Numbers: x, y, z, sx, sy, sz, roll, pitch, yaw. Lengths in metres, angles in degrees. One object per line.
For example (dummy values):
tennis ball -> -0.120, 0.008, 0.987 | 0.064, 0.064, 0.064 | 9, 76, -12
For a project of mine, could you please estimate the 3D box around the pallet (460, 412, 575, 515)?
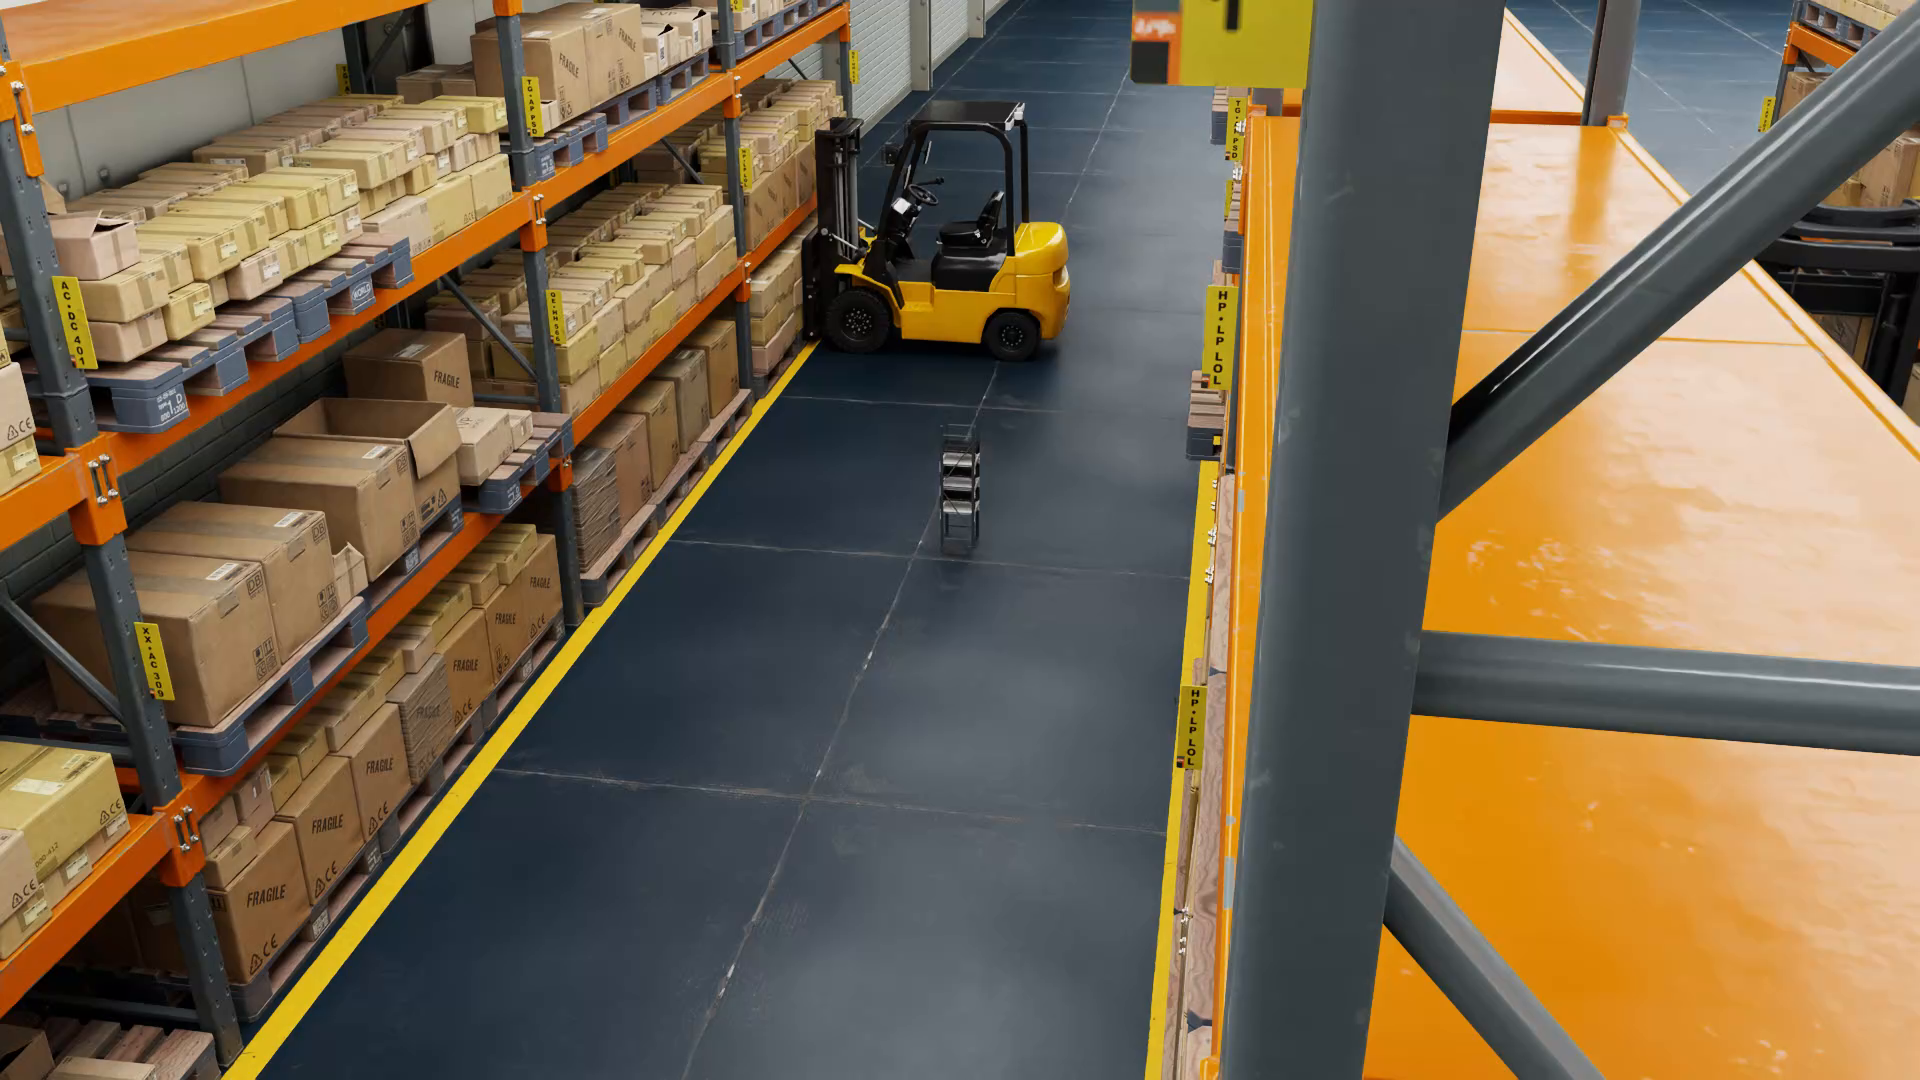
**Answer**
pallet -> -2.958, -0.482, 9.512 | 1.213, 0.211, 1.003 | 4, 25, 9

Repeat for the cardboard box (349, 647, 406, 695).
cardboard box -> -3.082, 0.667, 8.520 | 0.380, 0.149, 0.250 | 4, 25, 9

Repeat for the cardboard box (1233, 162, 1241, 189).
cardboard box -> 2.209, -2.680, 12.252 | 0.380, 0.149, 0.250 | 4, 25, 8

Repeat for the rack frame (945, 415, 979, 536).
rack frame -> 0.015, -0.447, 11.687 | 0.240, 0.900, 0.006 | 4, 25, 9

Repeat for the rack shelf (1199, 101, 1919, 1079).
rack shelf -> 1.000, -0.216, 2.961 | 1.077, 0.370, 4.000 | 4, 25, 9

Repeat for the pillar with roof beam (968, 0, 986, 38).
pillar with roof beam -> 4.576, -13.922, 30.921 | 9.100, 9.000, 0.400 | 4, 25, 9

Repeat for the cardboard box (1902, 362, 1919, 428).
cardboard box -> 7.522, -0.793, 12.108 | 1.050, 0.750, 0.750 | 4, 25, 8

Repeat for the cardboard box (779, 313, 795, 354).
cardboard box -> -1.790, -1.868, 14.995 | 0.500, 0.250, 0.500 | 3, 25, 7

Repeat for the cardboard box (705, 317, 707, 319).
cardboard box -> -2.386, -1.919, 14.515 | 0.500, 0.250, 0.500 | 3, 25, 7

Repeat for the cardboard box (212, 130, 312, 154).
cardboard box -> -3.407, -1.901, 8.135 | 0.380, 0.149, 0.250 | 4, 25, 8

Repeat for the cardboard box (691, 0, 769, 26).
cardboard box -> -1.887, -4.415, 13.642 | 0.500, 0.311, 0.500 | 5, 25, 10

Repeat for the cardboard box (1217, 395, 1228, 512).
cardboard box -> 1.488, -0.400, 7.814 | 0.500, 0.500, 0.500 | 5, 25, 10

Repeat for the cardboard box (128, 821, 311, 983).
cardboard box -> -3.269, 1.571, 7.353 | 0.500, 0.500, 0.500 | 5, 26, 11

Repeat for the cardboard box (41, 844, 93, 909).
cardboard box -> -3.395, 1.191, 6.009 | 0.380, 0.149, 0.250 | 5, 25, 10

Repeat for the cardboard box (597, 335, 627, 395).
cardboard box -> -2.516, -1.168, 10.928 | 0.500, 0.250, 0.500 | 3, 25, 7

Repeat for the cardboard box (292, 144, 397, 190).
cardboard box -> -2.893, -1.756, 7.826 | 0.380, 0.149, 0.250 | 4, 25, 9

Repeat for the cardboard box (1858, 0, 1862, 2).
cardboard box -> 7.693, -4.613, 13.787 | 0.500, 0.250, 0.500 | 4, 25, 8

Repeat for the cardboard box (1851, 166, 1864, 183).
cardboard box -> 7.907, -3.273, 13.797 | 0.875, 0.550, 0.500 | 4, 25, 9

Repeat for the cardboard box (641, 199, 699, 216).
cardboard box -> -2.216, -2.503, 12.721 | 0.380, 0.149, 0.250 | 4, 25, 8

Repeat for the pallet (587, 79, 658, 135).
pallet -> -2.714, -2.888, 11.111 | 1.003, 0.211, 1.213 | 5, 26, 11

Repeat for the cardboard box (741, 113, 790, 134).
cardboard box -> -1.763, -3.767, 15.069 | 0.380, 0.149, 0.250 | 4, 25, 9

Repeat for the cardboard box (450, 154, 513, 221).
cardboard box -> -2.761, -1.916, 8.989 | 0.500, 0.250, 0.500 | 3, 25, 7

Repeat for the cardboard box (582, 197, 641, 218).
cardboard box -> -2.669, -2.524, 12.766 | 0.380, 0.149, 0.250 | 4, 25, 8

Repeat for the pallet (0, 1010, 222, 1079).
pallet -> -3.684, 2.366, 6.491 | 1.003, 0.211, 1.213 | 4, 25, 9

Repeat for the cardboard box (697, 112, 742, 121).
cardboard box -> -2.196, -3.796, 15.131 | 0.380, 0.149, 0.250 | 5, 25, 10

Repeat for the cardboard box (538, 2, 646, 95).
cardboard box -> -2.392, -3.208, 10.841 | 0.500, 0.500, 0.500 | 5, 25, 10

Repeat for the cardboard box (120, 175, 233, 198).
cardboard box -> -3.375, -1.470, 7.190 | 0.380, 0.149, 0.250 | 4, 25, 9

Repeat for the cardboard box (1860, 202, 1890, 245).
cardboard box -> 7.650, -2.342, 13.082 | 0.875, 0.550, 0.550 | 4, 25, 9

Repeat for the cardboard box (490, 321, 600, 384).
cardboard box -> -2.579, -1.183, 10.370 | 0.500, 0.250, 0.500 | 4, 25, 8

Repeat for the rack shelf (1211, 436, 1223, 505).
rack shelf -> 2.308, -1.026, 11.296 | 1.077, 0.370, 4.000 | 4, 25, 9

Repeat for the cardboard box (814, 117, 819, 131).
cardboard box -> -1.554, -3.947, 15.805 | 0.380, 0.149, 0.250 | 3, 25, 7

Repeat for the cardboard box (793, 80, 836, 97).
cardboard box -> -1.460, -4.513, 16.663 | 0.380, 0.149, 0.250 | 4, 25, 9

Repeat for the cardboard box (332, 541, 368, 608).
cardboard box -> -2.965, 0.132, 7.638 | 0.396, 0.266, 0.258 | 5, 26, 11

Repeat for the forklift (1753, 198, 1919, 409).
forklift -> 4.707, -0.621, 9.664 | 1.130, 2.935, 3.031 | 5, 26, 11

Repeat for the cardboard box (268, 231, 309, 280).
cardboard box -> -2.965, -1.189, 6.942 | 0.380, 0.149, 0.250 | 4, 25, 8

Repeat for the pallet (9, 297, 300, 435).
pallet -> -3.395, -0.726, 6.490 | 1.213, 0.211, 1.003 | 4, 25, 9

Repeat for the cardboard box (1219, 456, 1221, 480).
cardboard box -> 1.653, -0.260, 8.988 | 0.500, 0.250, 0.500 | 4, 25, 8

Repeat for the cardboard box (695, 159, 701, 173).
cardboard box -> -2.406, -3.239, 14.292 | 0.380, 0.149, 0.250 | 5, 25, 10

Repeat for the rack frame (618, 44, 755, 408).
rack frame -> -2.263, -2.530, 13.662 | 1.000, 3.000, 0.127 | 4, 25, 9

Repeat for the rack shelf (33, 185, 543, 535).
rack shelf -> -3.244, -1.054, 7.817 | 1.077, 0.370, 4.000 | 4, 25, 9

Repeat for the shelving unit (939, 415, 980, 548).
shelving unit -> -0.001, -0.404, 11.596 | 0.258, 0.900, 0.210 | 4, 25, 9

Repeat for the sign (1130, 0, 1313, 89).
sign -> 0.140, -0.389, 0.815 | 0.100, 0.325, 0.005 | 4, 25, 9

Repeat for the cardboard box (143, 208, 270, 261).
cardboard box -> -3.016, -1.223, 6.663 | 0.380, 0.149, 0.250 | 4, 25, 8

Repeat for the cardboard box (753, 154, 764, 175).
cardboard box -> -1.896, -3.204, 14.217 | 0.380, 0.149, 0.250 | 4, 25, 8

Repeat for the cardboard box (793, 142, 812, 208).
cardboard box -> -1.679, -3.383, 15.365 | 0.500, 0.500, 0.500 | 4, 25, 9

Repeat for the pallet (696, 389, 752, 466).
pallet -> -2.345, -0.957, 13.589 | 1.003, 0.211, 1.213 | 4, 25, 9

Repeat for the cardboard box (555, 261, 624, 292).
cardboard box -> -2.473, -1.748, 11.107 | 0.380, 0.149, 0.250 | 4, 25, 9

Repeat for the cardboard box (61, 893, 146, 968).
cardboard box -> -3.782, 1.532, 7.437 | 0.500, 0.500, 0.500 | 4, 25, 8

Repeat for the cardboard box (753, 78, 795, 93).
cardboard box -> -1.875, -4.551, 16.745 | 0.380, 0.149, 0.250 | 4, 25, 8

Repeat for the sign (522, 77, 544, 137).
sign -> -2.382, -2.412, 9.260 | 0.100, 0.325, 0.005 | 4, 25, 9

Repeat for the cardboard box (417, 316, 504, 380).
cardboard box -> -3.118, -1.223, 10.456 | 0.500, 0.250, 0.500 | 5, 25, 10

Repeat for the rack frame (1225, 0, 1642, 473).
rack frame -> 1.327, -1.559, 4.510 | 1.000, 3.000, 0.127 | 4, 25, 9

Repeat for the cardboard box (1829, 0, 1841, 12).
cardboard box -> 7.692, -4.602, 14.232 | 0.380, 0.149, 0.250 | 4, 25, 9

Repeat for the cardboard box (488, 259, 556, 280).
cardboard box -> -2.938, -1.779, 11.174 | 0.380, 0.149, 0.250 | 4, 25, 8
